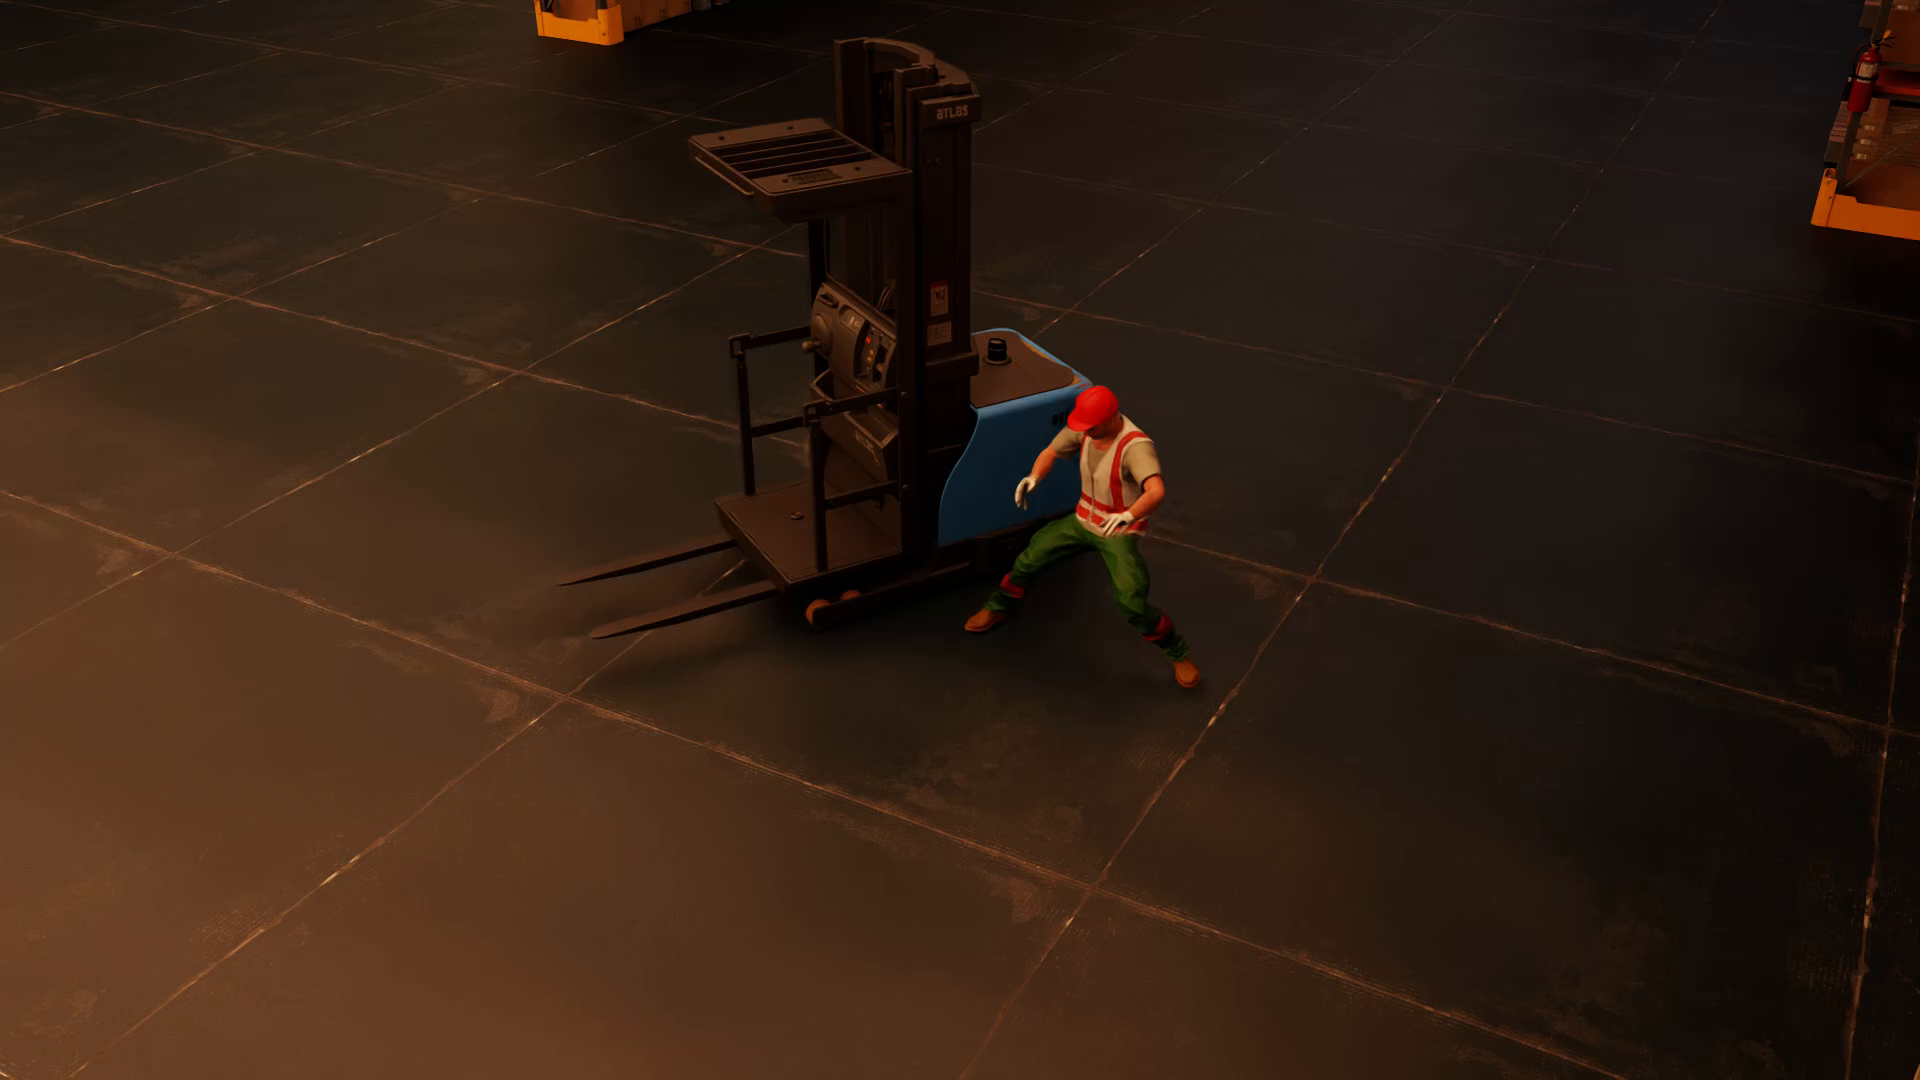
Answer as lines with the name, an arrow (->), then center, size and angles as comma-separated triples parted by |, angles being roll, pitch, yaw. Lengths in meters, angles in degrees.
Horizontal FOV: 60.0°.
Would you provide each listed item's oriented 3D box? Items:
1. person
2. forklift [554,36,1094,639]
person -> 0.661, -0.046, 8.530 | 0.720, 1.555, 1.287 | -22, 36, -33
forklift -> -0.760, -1.079, 8.941 | 3.031, 2.935, 1.130 | -16, 34, -25
